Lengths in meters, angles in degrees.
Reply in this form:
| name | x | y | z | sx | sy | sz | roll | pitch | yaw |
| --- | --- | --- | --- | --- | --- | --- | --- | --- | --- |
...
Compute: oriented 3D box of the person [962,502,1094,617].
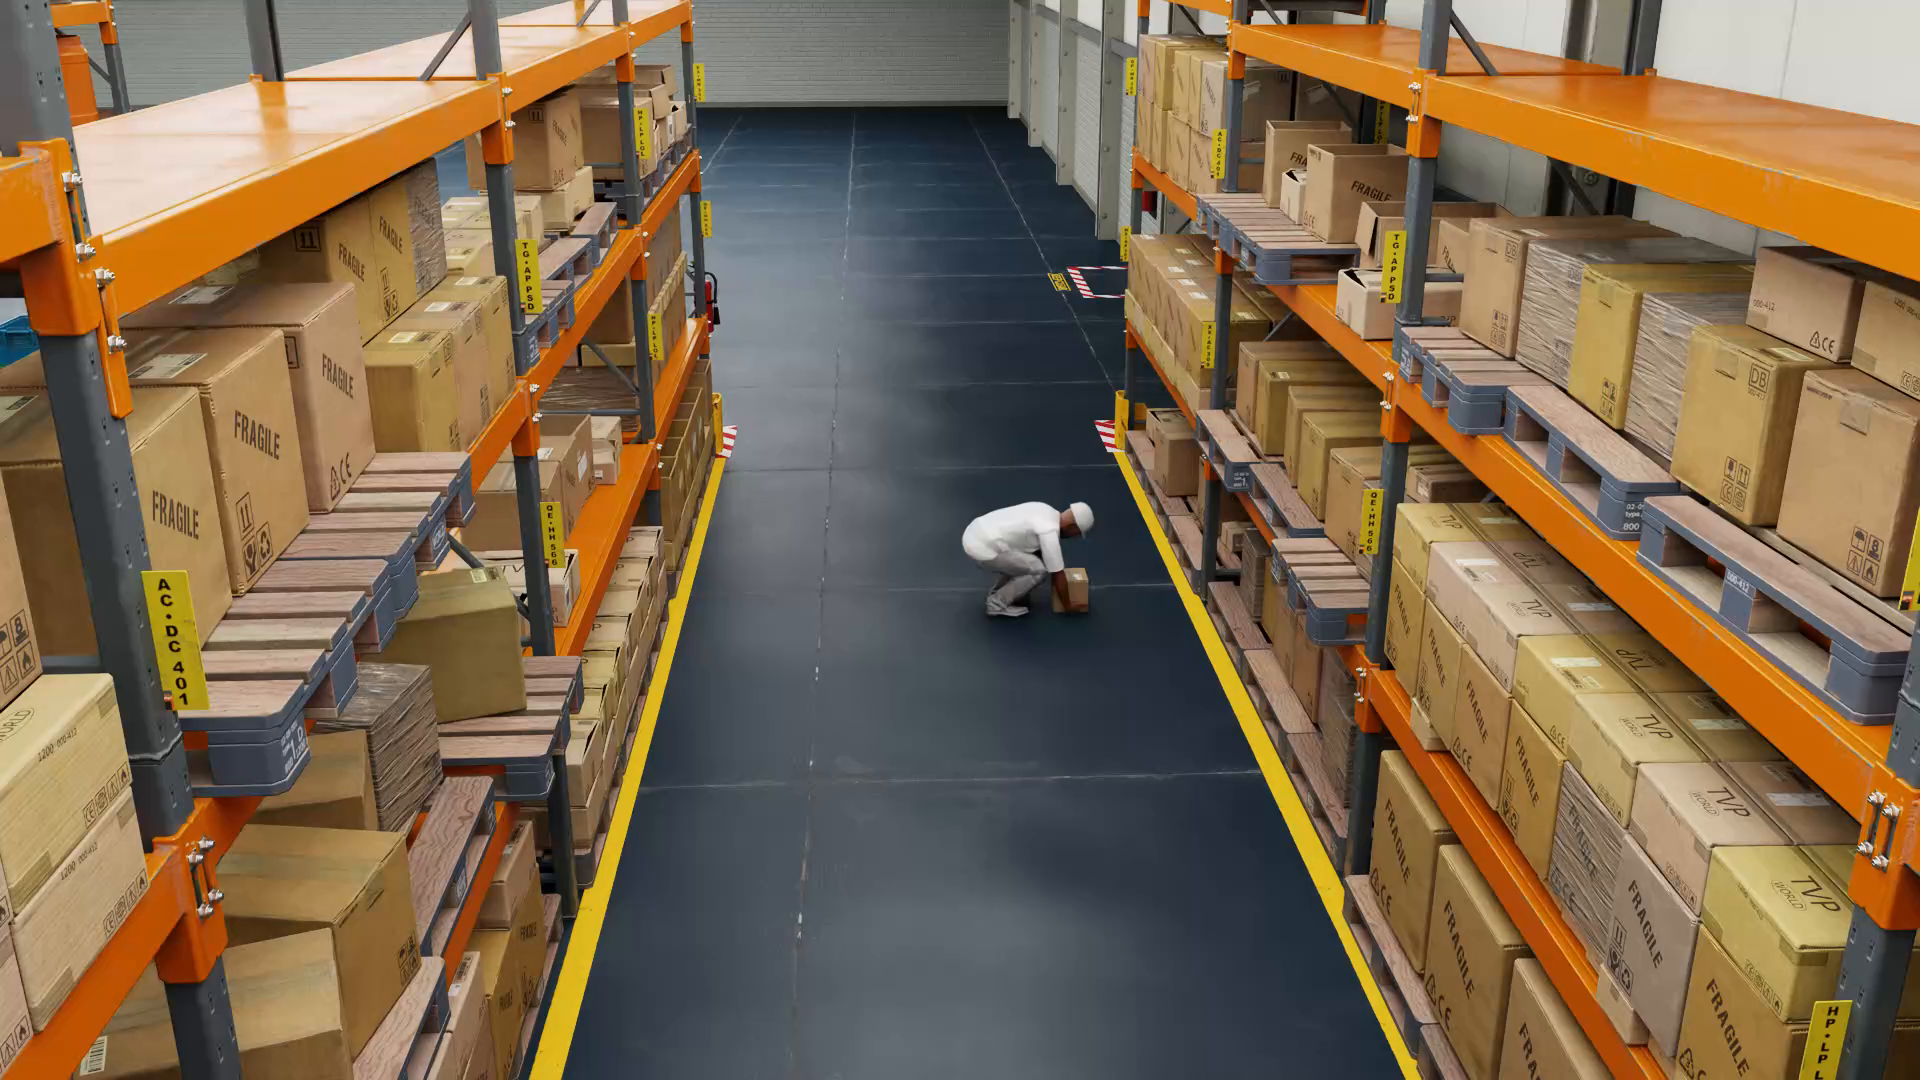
| name | x | y | z | sx | sy | sz | roll | pitch | yaw |
| --- | --- | --- | --- | --- | --- | --- | --- | --- | --- |
| person | 0.496 | 0.127 | 12.140 | 0.963 | 0.806 | 0.528 | -2 | 20 | -4 |
